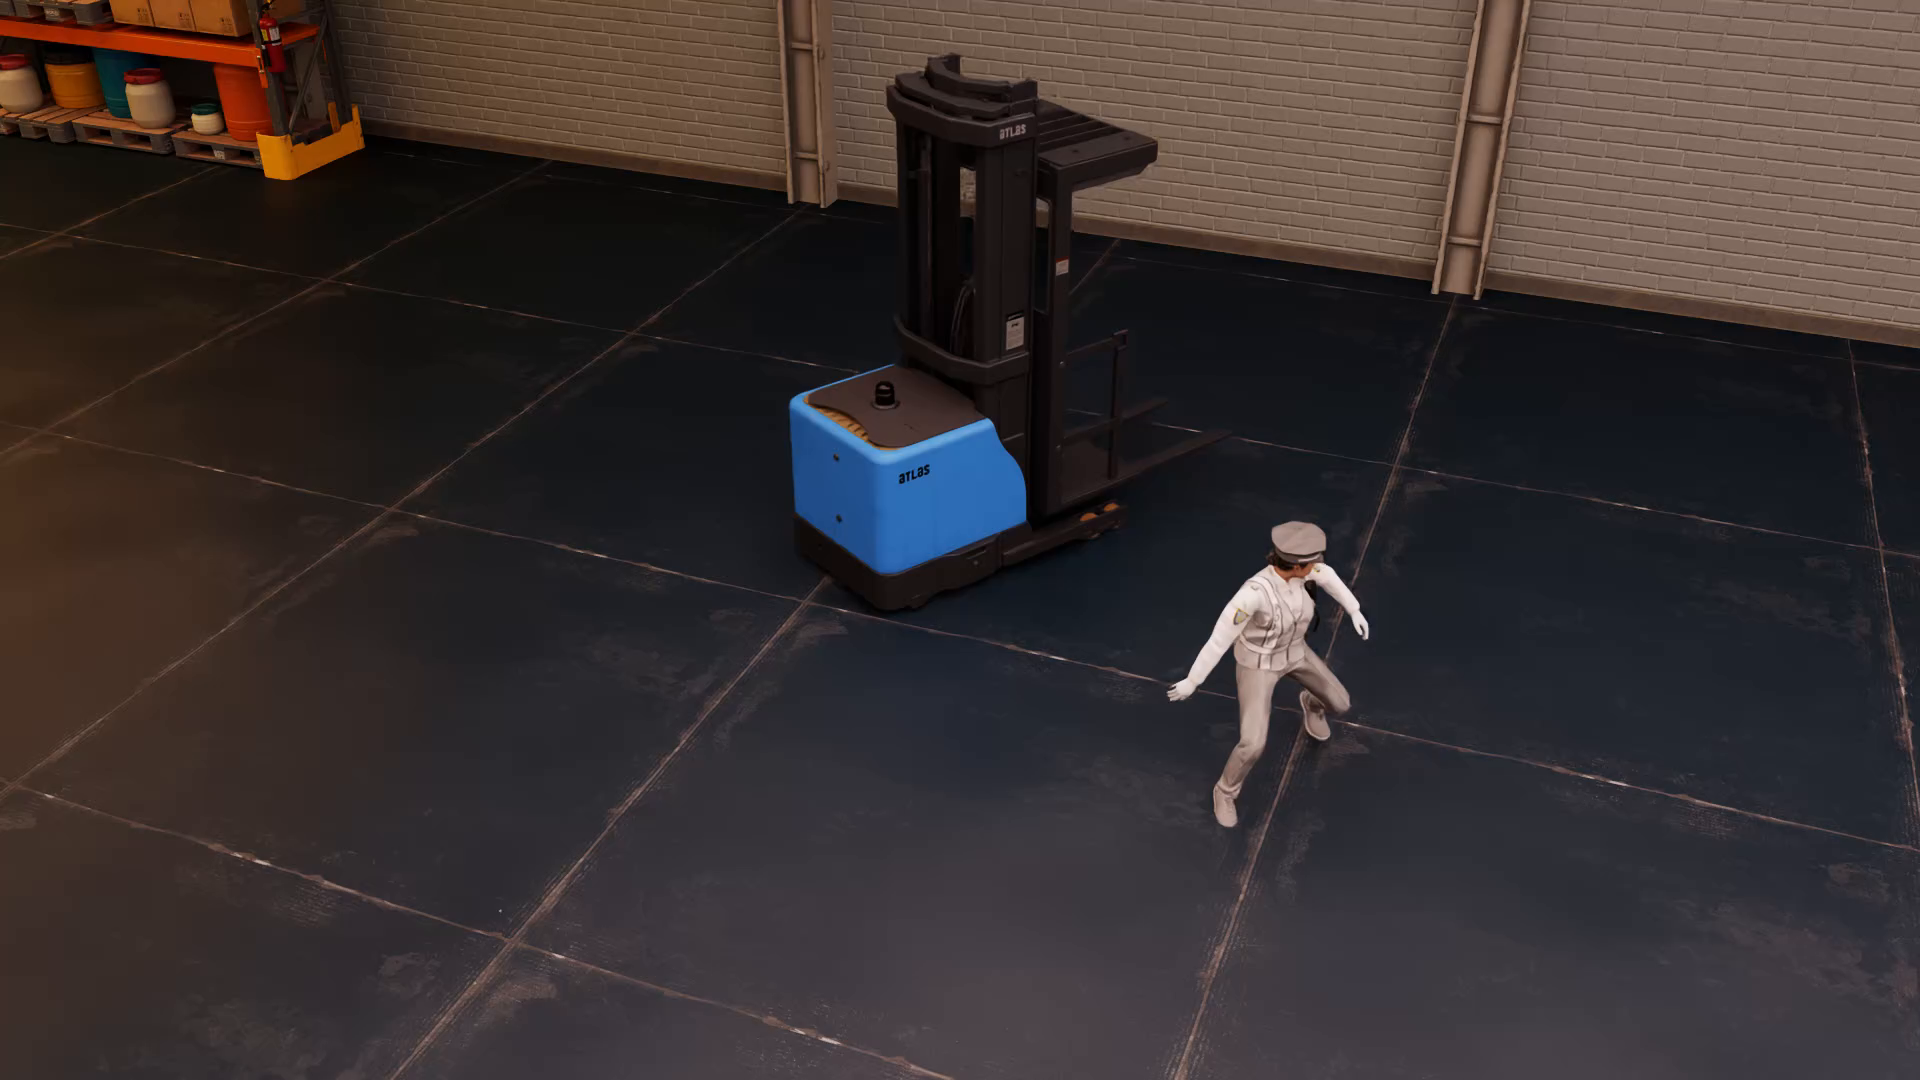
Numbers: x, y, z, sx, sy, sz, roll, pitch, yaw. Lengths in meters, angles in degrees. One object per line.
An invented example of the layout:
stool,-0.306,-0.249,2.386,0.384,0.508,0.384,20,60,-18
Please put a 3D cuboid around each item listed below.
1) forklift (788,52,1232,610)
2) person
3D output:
forklift,0.445,-1.454,10.072,3.031,2.935,1.130,-22,37,-32
person,1.510,0.606,8.091,1.080,1.557,0.475,-18,35,-27
